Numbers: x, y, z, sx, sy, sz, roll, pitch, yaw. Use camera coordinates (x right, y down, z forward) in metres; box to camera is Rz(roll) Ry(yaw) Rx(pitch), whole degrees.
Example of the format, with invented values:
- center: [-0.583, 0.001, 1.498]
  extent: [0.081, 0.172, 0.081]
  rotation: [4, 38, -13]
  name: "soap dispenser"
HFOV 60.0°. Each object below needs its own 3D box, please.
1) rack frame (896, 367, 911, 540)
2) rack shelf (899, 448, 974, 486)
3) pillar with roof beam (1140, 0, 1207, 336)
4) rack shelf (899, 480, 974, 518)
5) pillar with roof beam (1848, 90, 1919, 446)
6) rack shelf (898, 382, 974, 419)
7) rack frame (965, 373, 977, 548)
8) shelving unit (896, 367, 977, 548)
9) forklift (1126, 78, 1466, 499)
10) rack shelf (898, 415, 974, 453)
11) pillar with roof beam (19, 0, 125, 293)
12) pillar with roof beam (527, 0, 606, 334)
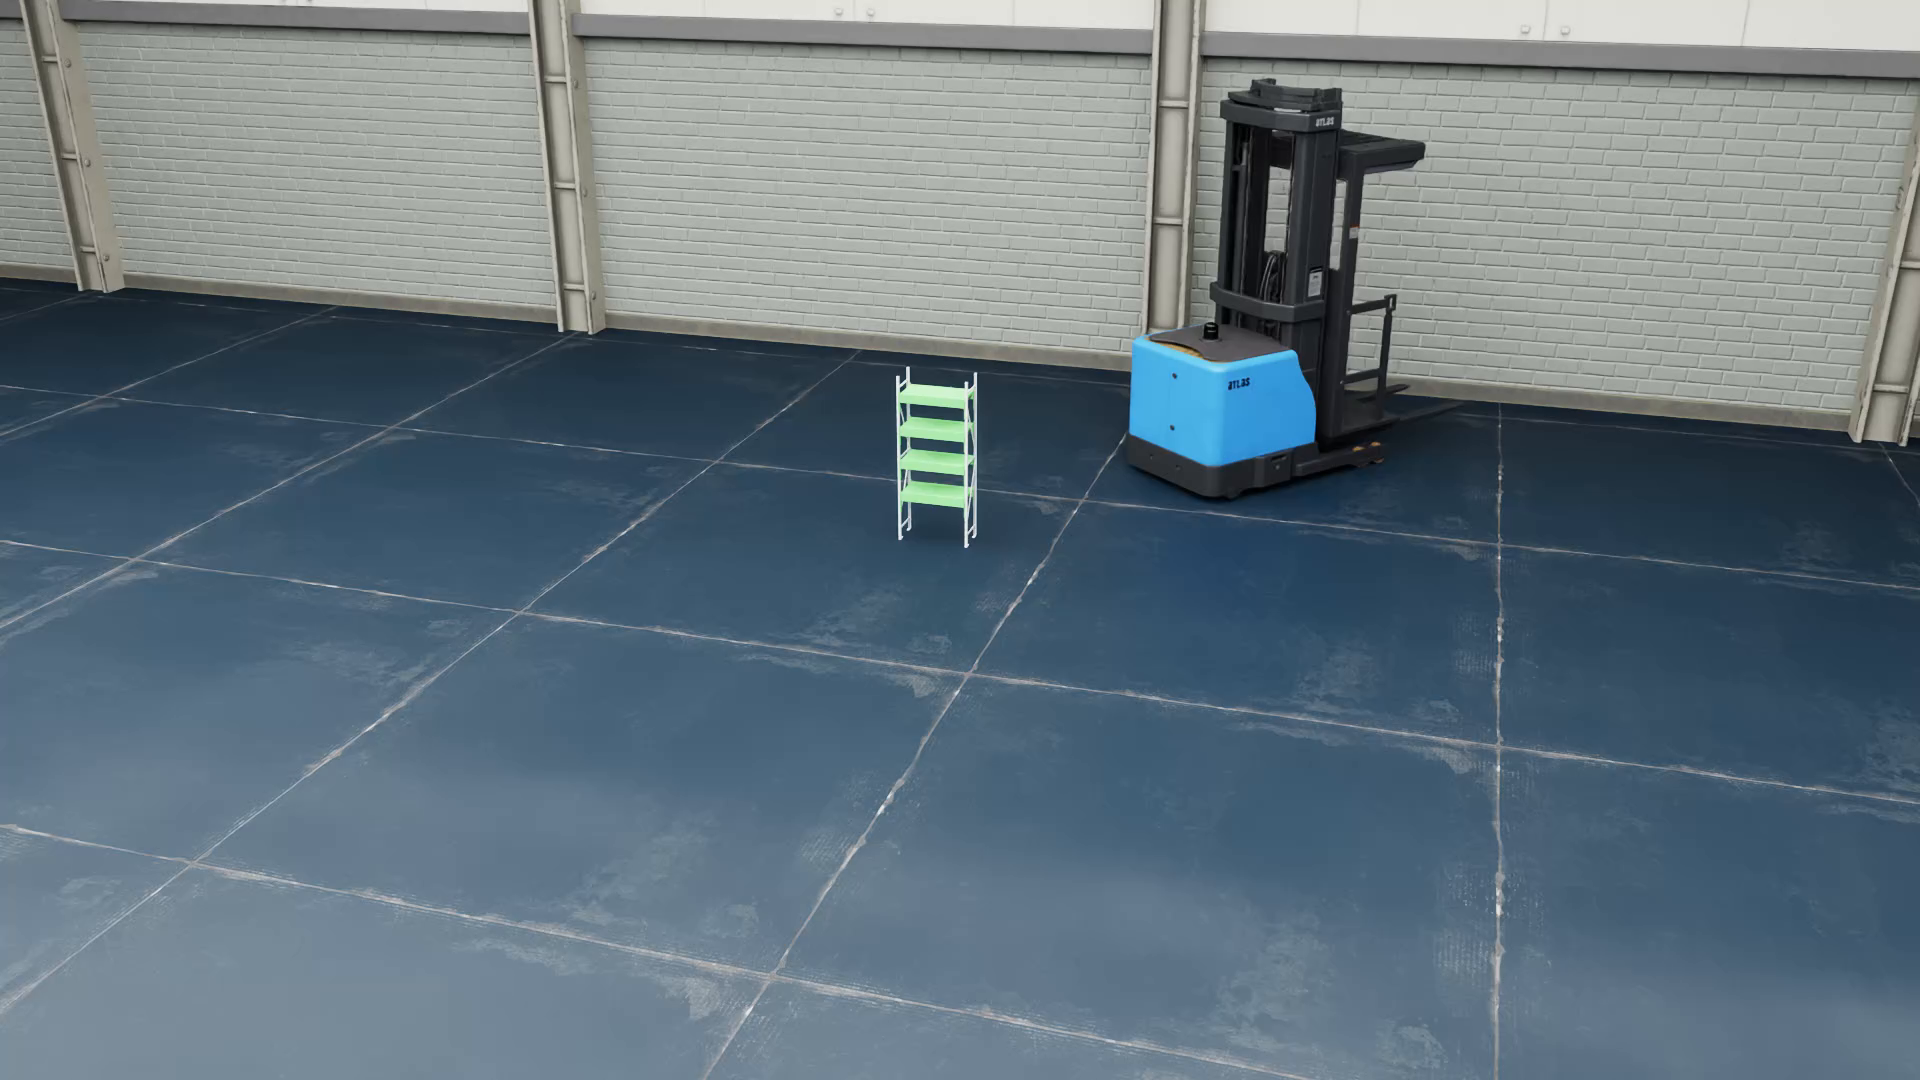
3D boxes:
- center: [-0.392, -0.600, 11.652]
  extent: [0.015, 1.200, 0.240]
  rotation: [7, 23, 16]
  name: "rack frame"
- center: [-0.158, -0.514, 11.611]
  extent: [0.480, 0.148, 0.258]
  rotation: [7, 23, 16]
  name: "rack shelf"
- center: [0.636, -4.102, 9.914]
  extent: [0.400, 9.000, 9.100]
  rotation: [7, 23, 16]
  name: "pillar with roof beam"
- center: [-0.158, -0.292, 11.702]
  extent: [0.480, 0.148, 0.258]
  rotation: [7, 23, 16]
  name: "rack shelf"
- center: [6.380, -3.445, 8.310]
  extent: [0.400, 9.000, 9.100]
  rotation: [7, 23, 16]
  name: "pillar with roof beam"
- center: [-0.158, -0.958, 11.429]
  extent: [0.480, 0.148, 0.258]
  rotation: [7, 23, 16]
  name: "rack shelf"
- center: [0.075, -0.547, 11.521]
  extent: [0.015, 1.200, 0.240]
  rotation: [7, 23, 16]
  name: "rack frame"
- center: [-0.158, -0.573, 11.587]
  extent: [0.503, 1.200, 0.258]
  rotation: [7, 23, 16]
  name: "shelving unit"
- center: [2.813, -2.079, 12.976]
  extent: [3.031, 2.935, 1.130]
  rotation: [-14, 26, -31]
  name: "forklift"
- center: [-0.158, -0.736, 11.520]
  extent: [0.480, 0.148, 0.258]
  rotation: [7, 23, 16]
  name: "rack shelf"
- center: [-10.852, -5.418, 13.121]
  extent: [0.400, 9.000, 9.100]
  rotation: [7, 23, 16]
  name: "pillar with roof beam"
- center: [-5.108, -4.760, 11.517]
  extent: [0.400, 9.000, 9.100]
  rotation: [7, 23, 16]
  name: "pillar with roof beam"
